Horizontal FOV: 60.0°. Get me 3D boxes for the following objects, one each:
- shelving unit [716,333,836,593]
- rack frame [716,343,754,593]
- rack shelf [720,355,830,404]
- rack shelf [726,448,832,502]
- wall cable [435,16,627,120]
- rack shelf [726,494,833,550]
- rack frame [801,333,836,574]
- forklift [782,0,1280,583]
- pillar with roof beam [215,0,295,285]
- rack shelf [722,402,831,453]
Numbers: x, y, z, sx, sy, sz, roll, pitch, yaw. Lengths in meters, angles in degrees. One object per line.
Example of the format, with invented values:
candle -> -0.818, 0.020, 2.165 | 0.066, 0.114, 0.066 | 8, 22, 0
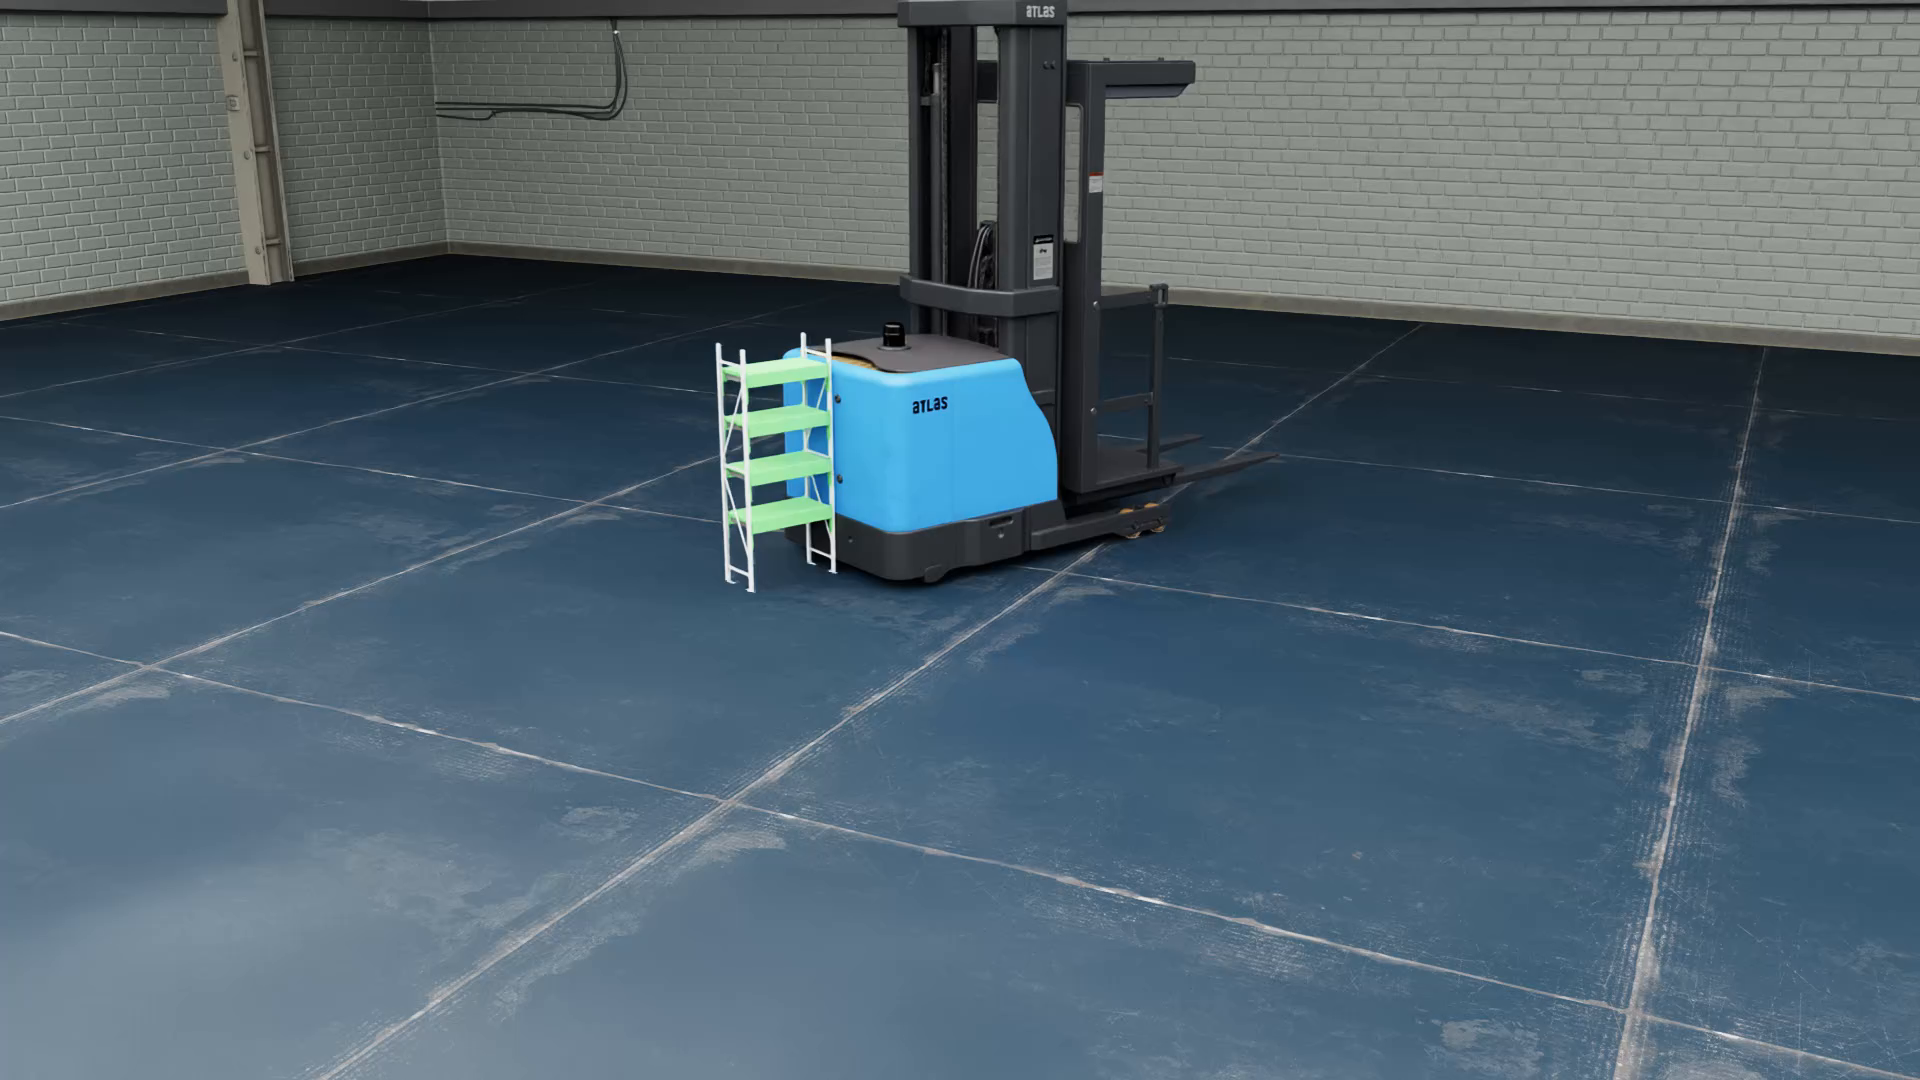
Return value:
shelving unit -> -0.901, -0.386, 8.217 | 0.503, 1.200, 0.258 | -13, 21, -37
rack frame -> -1.091, -0.342, 8.070 | 0.015, 1.200, 0.240 | -13, 21, -37
rack shelf -> -0.901, -0.785, 8.098 | 0.480, 0.148, 0.258 | -13, 21, -37
rack shelf -> -0.901, -0.325, 8.235 | 0.480, 0.148, 0.258 | -13, 21, -37
wall cable -> -5.322, -6.338, 20.011 | 3.097, 2.526, 0.112 | 8, 18, 25
rack shelf -> -0.901, -0.095, 8.303 | 0.480, 0.148, 0.258 | -13, 21, -37
rack frame -> -0.711, -0.430, 8.364 | 0.015, 1.200, 0.240 | -13, 21, -37
forklift -> 0.536, -1.513, 8.971 | 3.031, 2.935, 1.130 | -13, 21, -37
pillar with roof beam -> -3.970, -6.696, 15.765 | 9.100, 9.000, 0.400 | 8, 18, 25
rack shelf -> -0.901, -0.555, 8.167 | 0.480, 0.148, 0.258 | -13, 21, -37
